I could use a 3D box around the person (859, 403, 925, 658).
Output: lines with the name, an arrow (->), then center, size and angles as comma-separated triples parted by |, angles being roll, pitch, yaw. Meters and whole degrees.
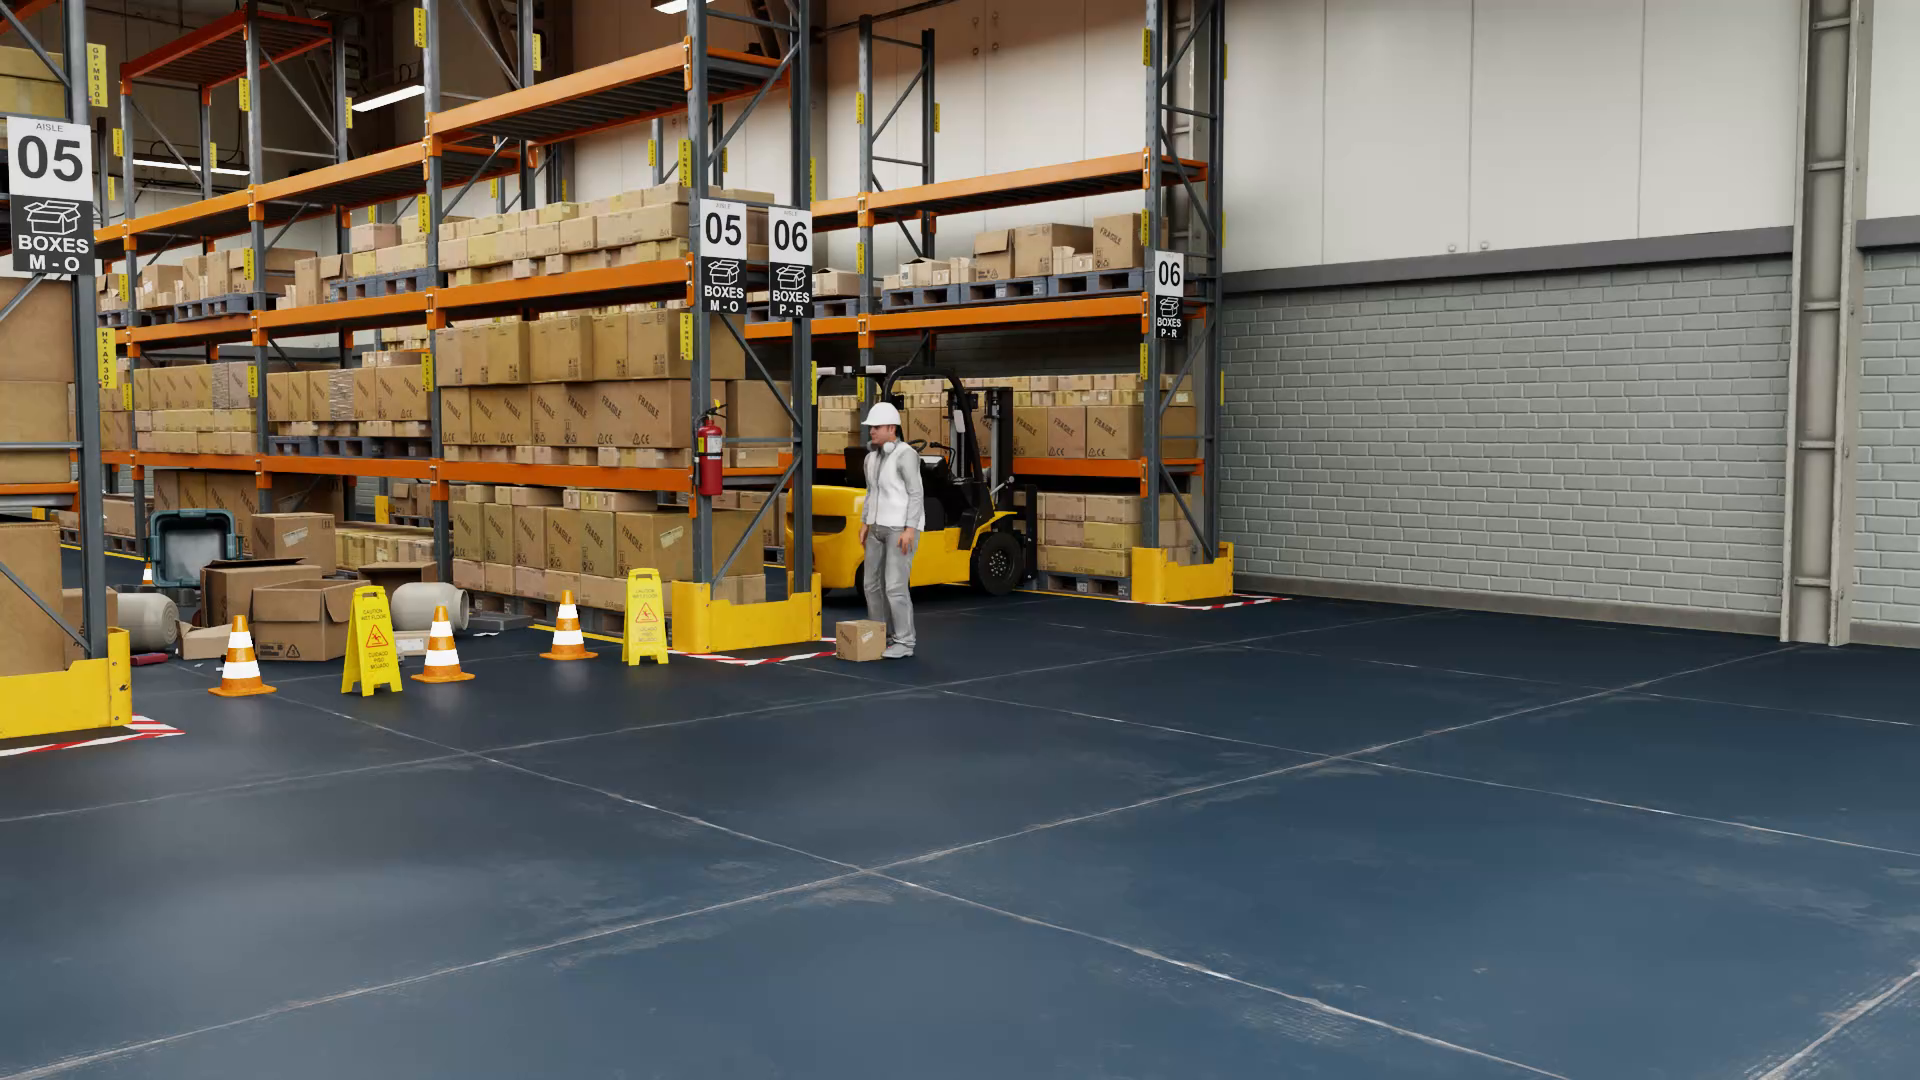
person -> -0.495, -0.073, 11.649 | 0.466, 1.771, 0.585 | -3, 5, -39
